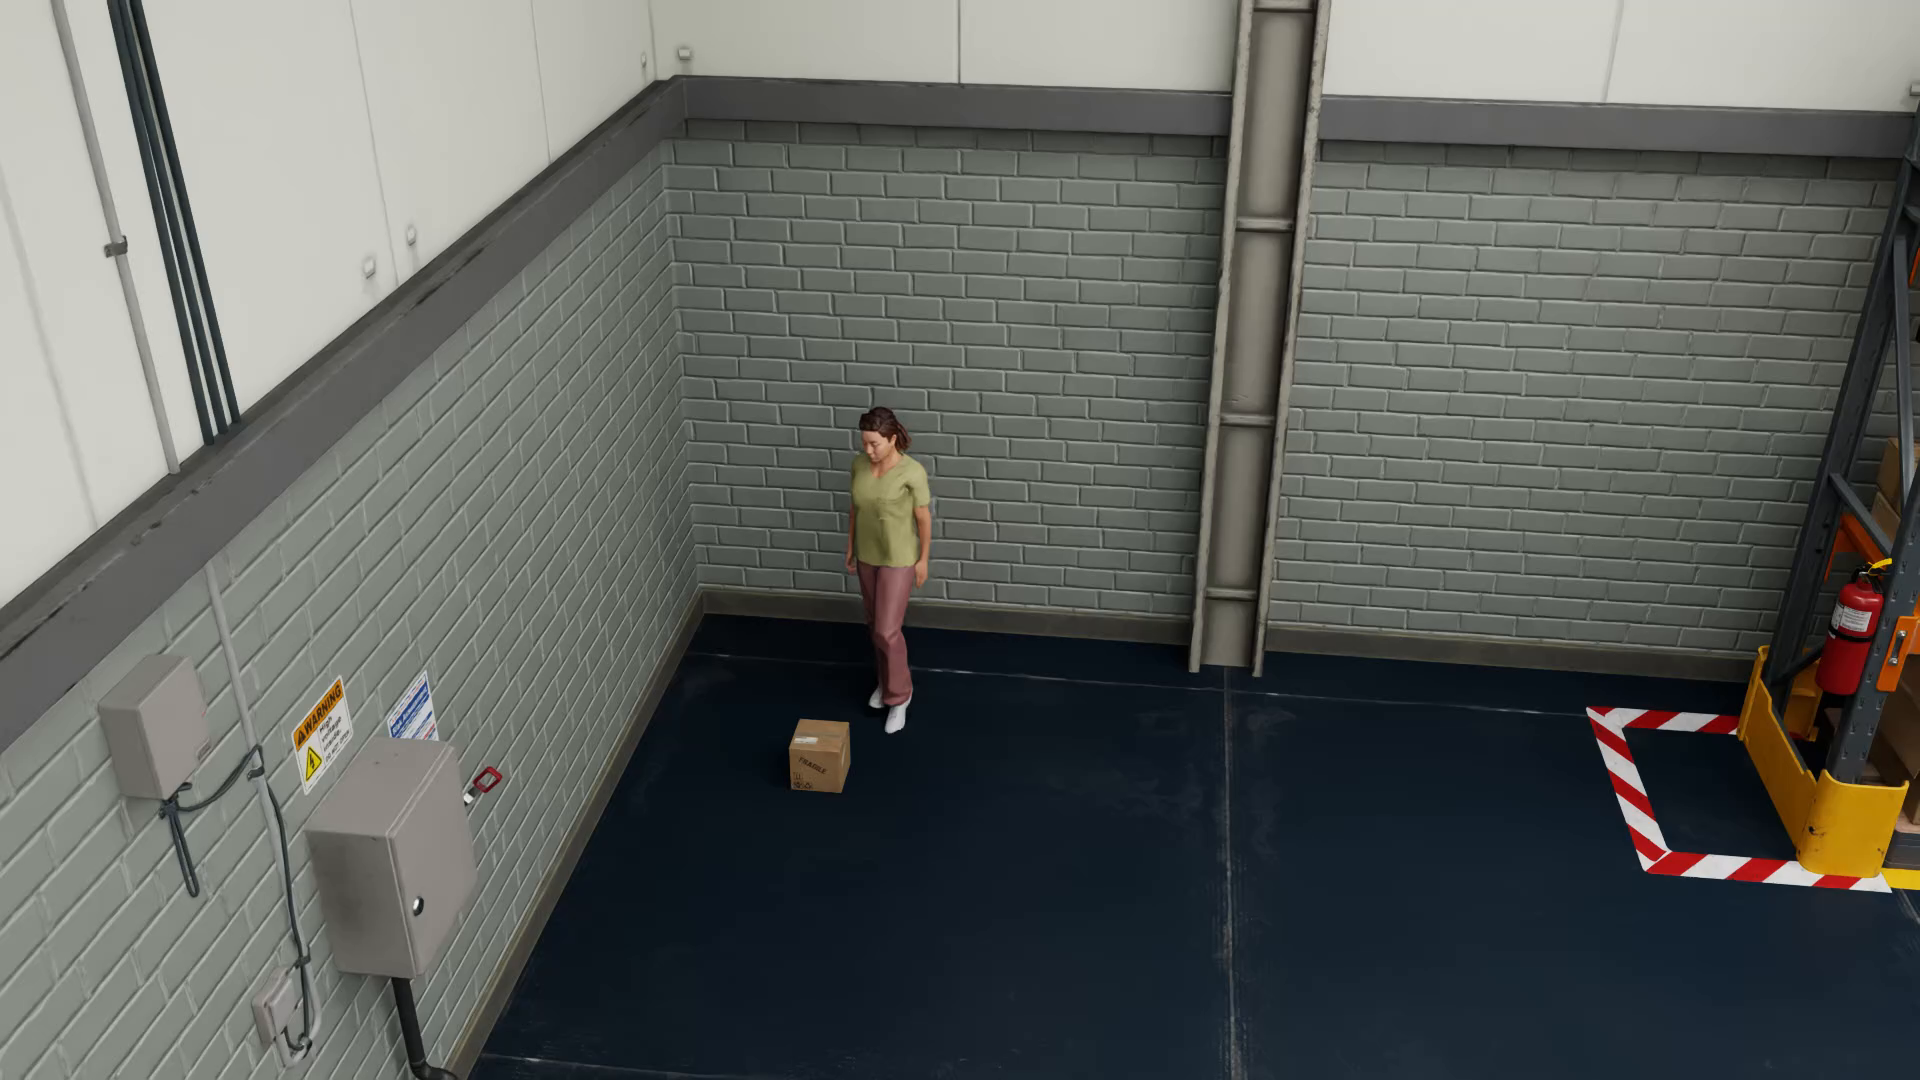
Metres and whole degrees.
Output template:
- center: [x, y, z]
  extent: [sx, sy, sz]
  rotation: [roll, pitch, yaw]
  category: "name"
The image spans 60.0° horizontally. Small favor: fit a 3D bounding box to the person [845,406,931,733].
- center: [-0.404, 0.132, 8.403]
  extent: [0.457, 1.721, 0.446]
  rotation: [17, 33, 29]
  category: "person"
